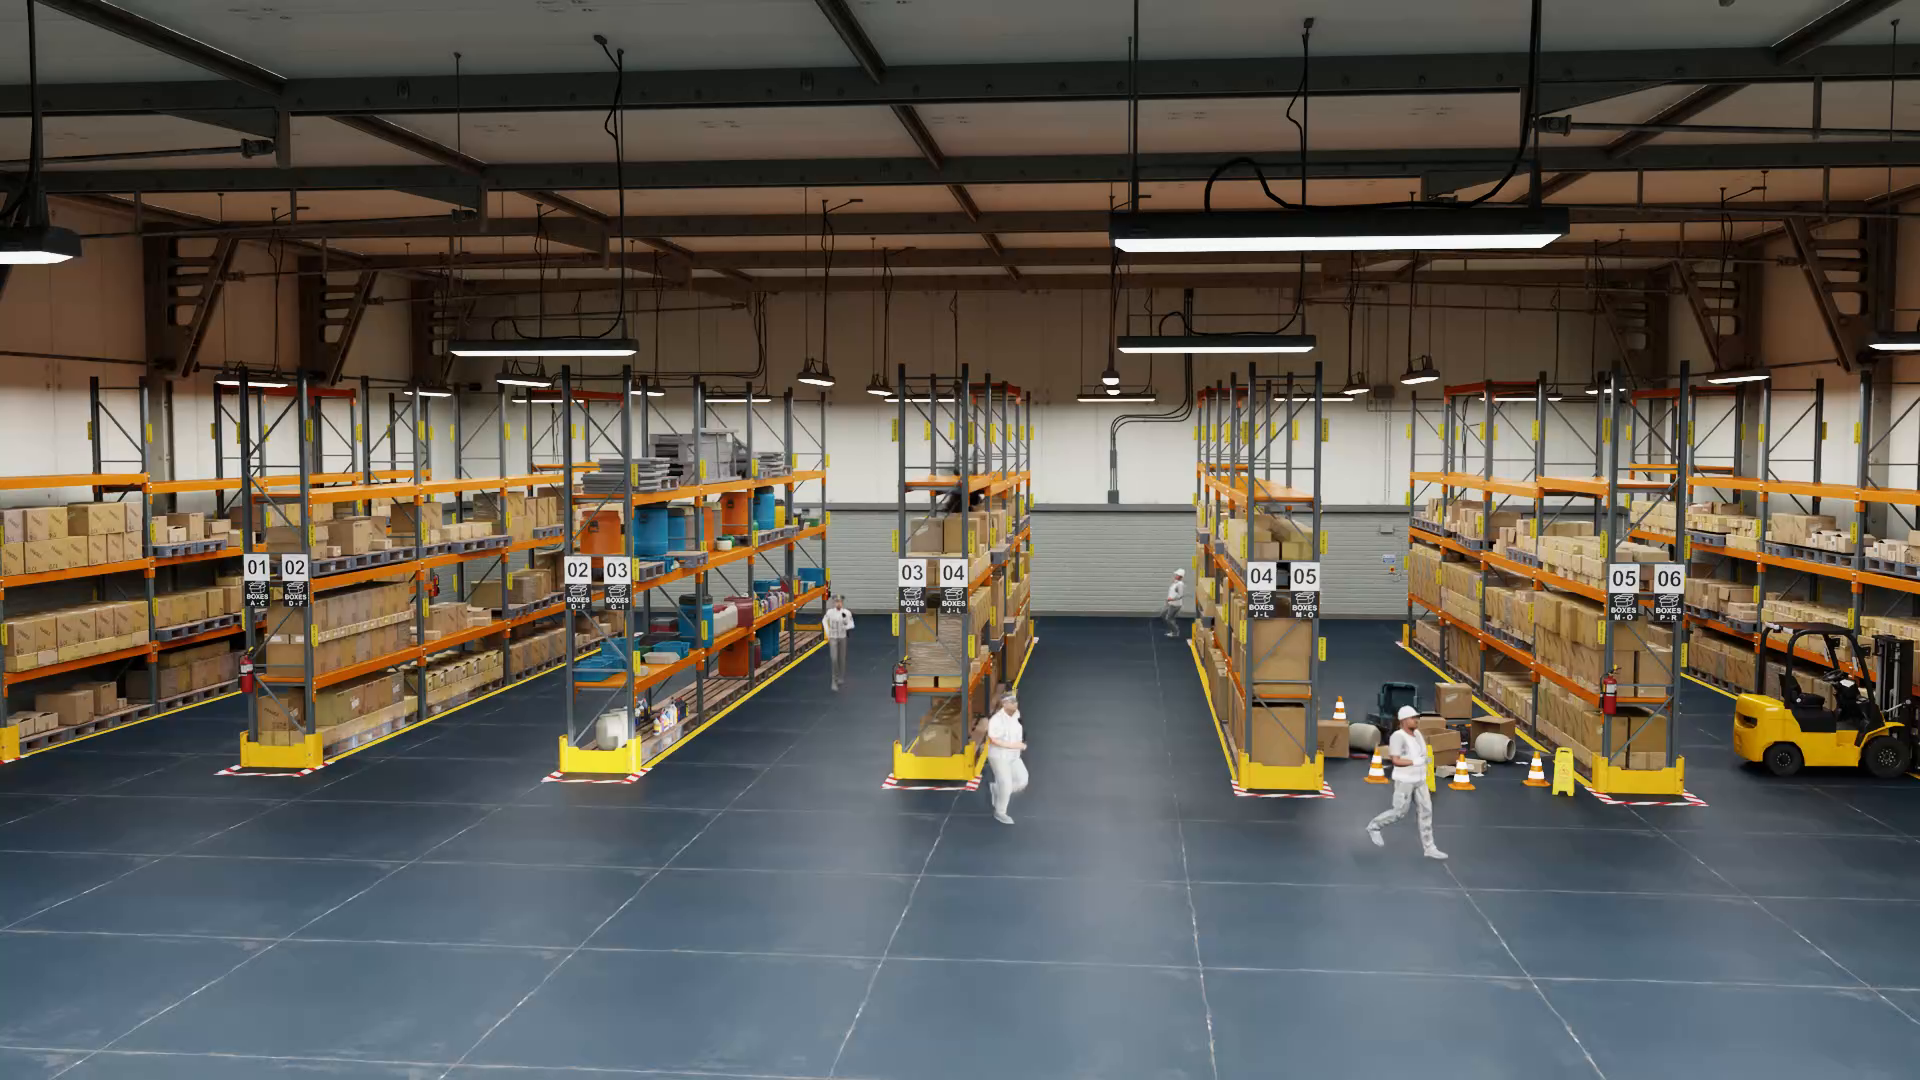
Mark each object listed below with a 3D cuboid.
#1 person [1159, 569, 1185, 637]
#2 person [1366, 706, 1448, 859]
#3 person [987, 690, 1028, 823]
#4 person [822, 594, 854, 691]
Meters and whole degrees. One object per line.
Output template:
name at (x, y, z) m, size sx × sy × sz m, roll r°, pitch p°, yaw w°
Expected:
person at (5.189, 1.540, 40.688) m, size 0.568 × 1.693 × 0.765 m, roll 0°, pitch 4°, yaw -3°
person at (5.291, 2.834, 19.606) m, size 0.690 × 1.759 × 1.004 m, roll -3°, pitch 5°, yaw -41°
person at (0.648, 2.783, 21.365) m, size 0.650 × 1.724 × 0.706 m, roll 3°, pitch 5°, yaw 40°
person at (-2.271, 1.892, 31.038) m, size 0.601 × 1.786 × 0.654 m, roll 0°, pitch 4°, yaw -2°
